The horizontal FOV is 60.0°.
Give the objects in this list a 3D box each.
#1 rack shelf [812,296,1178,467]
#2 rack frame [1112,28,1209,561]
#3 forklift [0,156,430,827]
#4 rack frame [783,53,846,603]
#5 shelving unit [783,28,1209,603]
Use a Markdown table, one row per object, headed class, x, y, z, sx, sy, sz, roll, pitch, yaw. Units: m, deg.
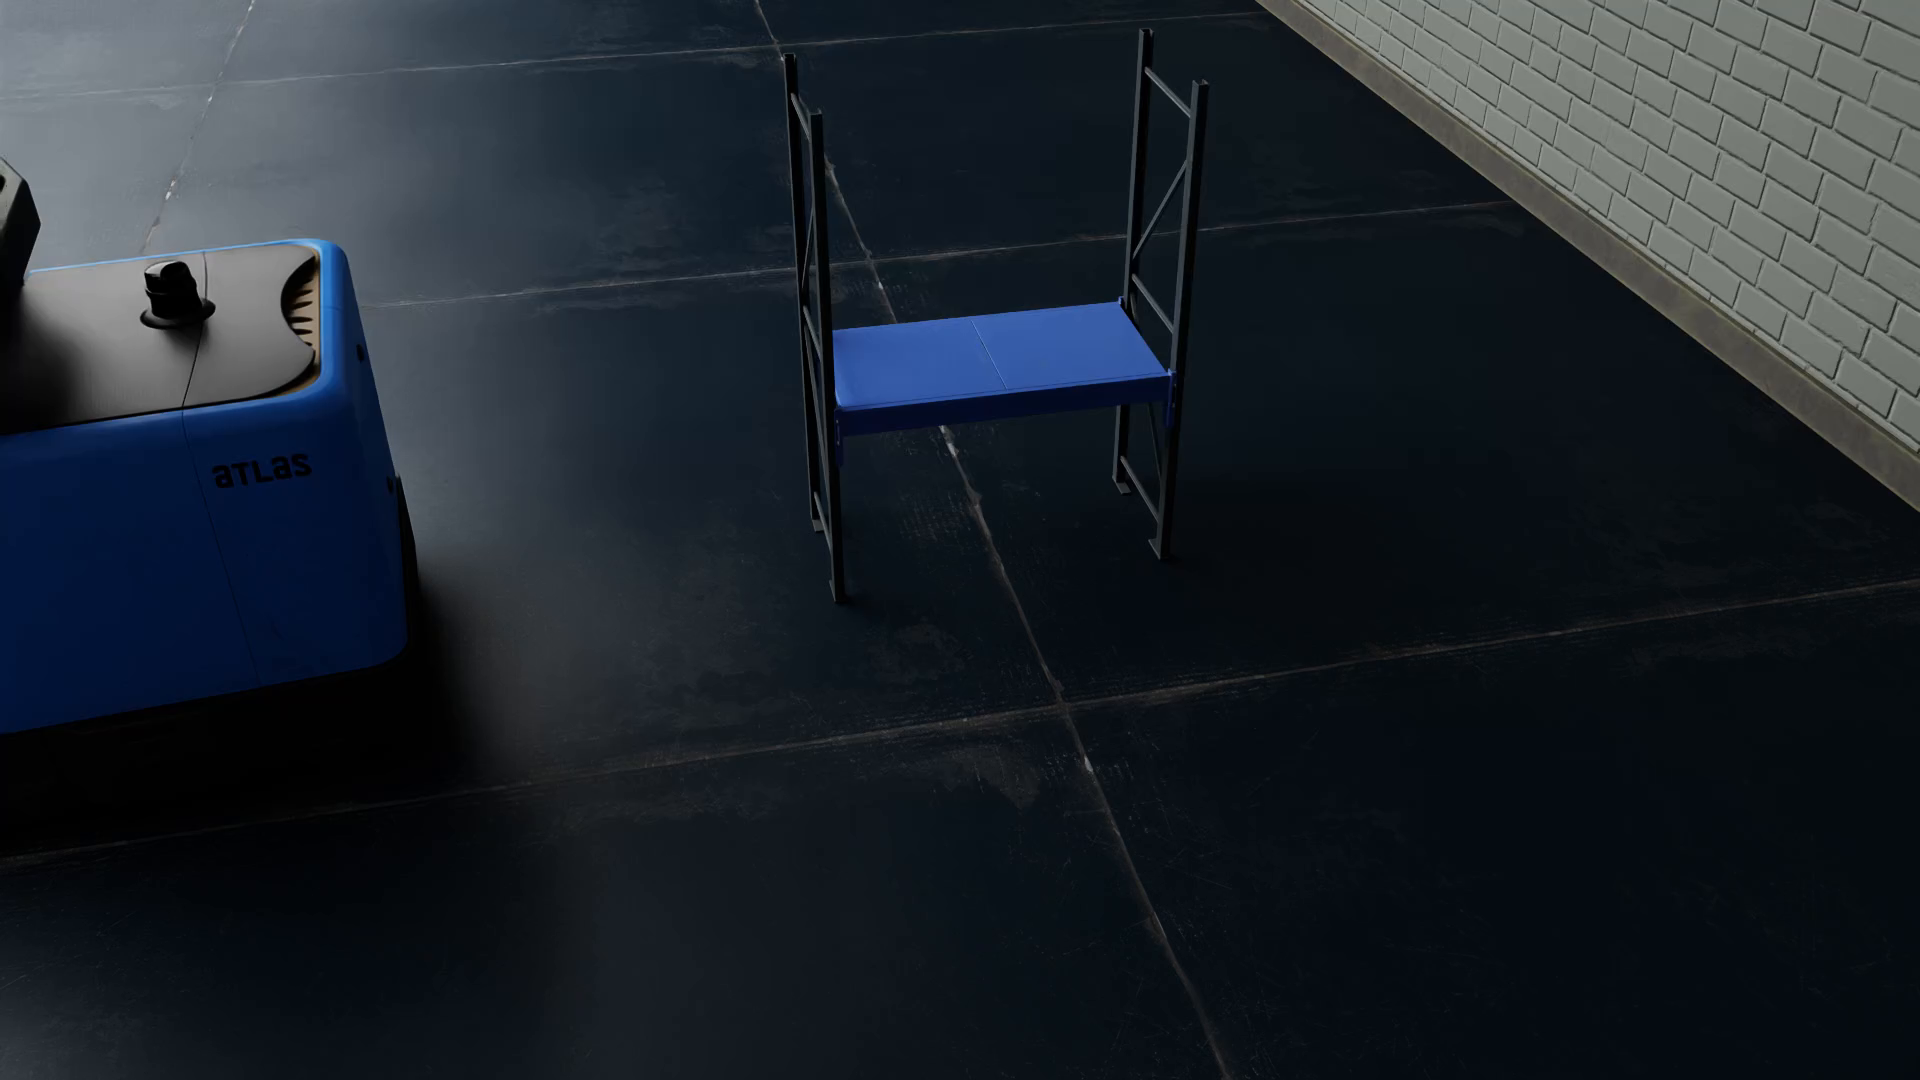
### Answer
| class | x | y | z | sx | sy | sz | roll | pitch | yaw |
| --- | --- | --- | --- | --- | --- | --- | --- | --- | --- |
| rack shelf | 0.083 | -0.484 | 4.948 | 1.000 | 0.185 | 0.538 | -7 | 35 | -11 |
| rack frame | 0.579 | -0.696 | 4.941 | 0.032 | 1.500 | 0.500 | -7 | 35 | -11 |
| forklift | -2.988 | -0.666 | 3.613 | 3.031 | 2.935 | 1.130 | -10 | 35 | -15 |
| rack frame | -0.413 | -0.571 | 4.755 | 0.032 | 1.500 | 0.500 | -7 | 35 | -11 |
| shelving unit | 0.083 | -0.633 | 4.848 | 1.048 | 1.500 | 0.538 | -7 | 35 | -11 |
